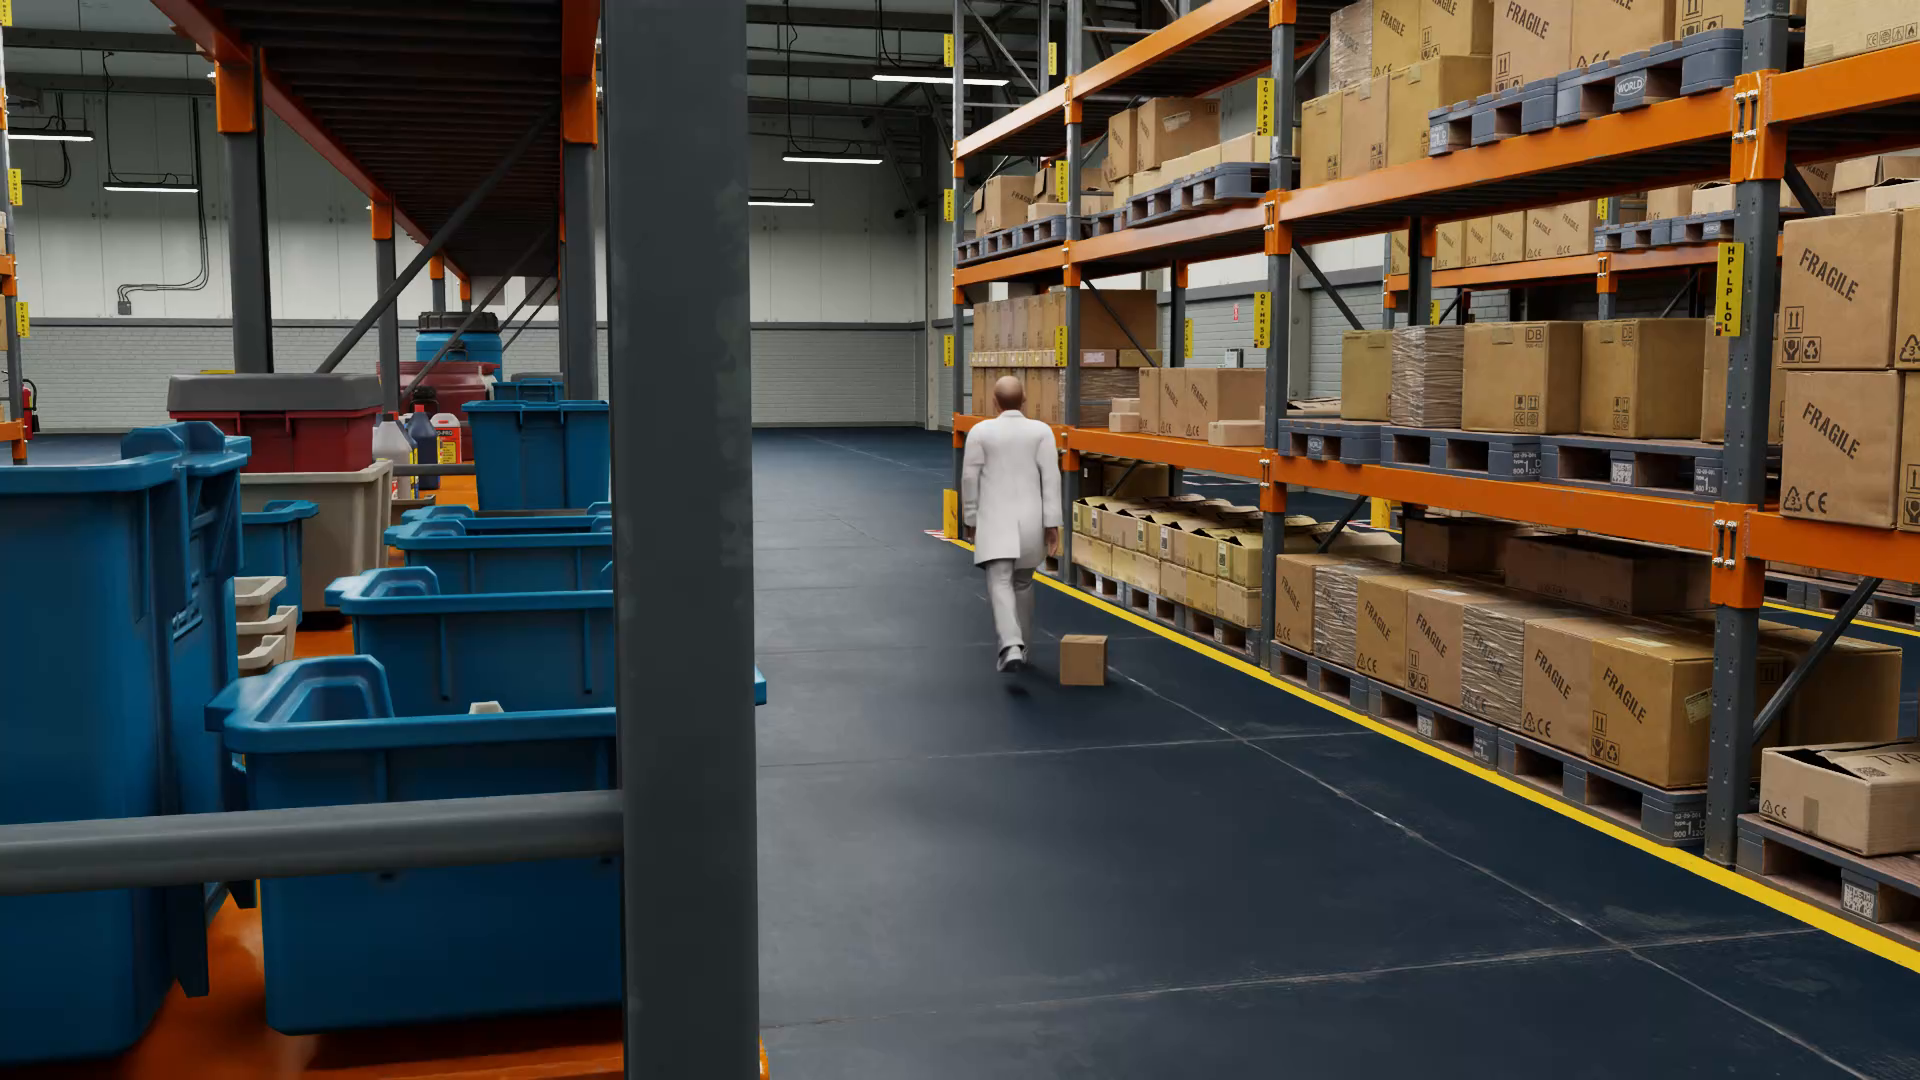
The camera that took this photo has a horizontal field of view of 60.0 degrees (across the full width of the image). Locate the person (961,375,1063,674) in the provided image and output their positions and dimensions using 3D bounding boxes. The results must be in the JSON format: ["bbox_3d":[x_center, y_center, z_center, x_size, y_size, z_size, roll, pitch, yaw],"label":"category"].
[{"bbox_3d":[0.300,-0.093,9.758,0.576,1.736,1.112,-1,6,-11],"label":"person"}]
